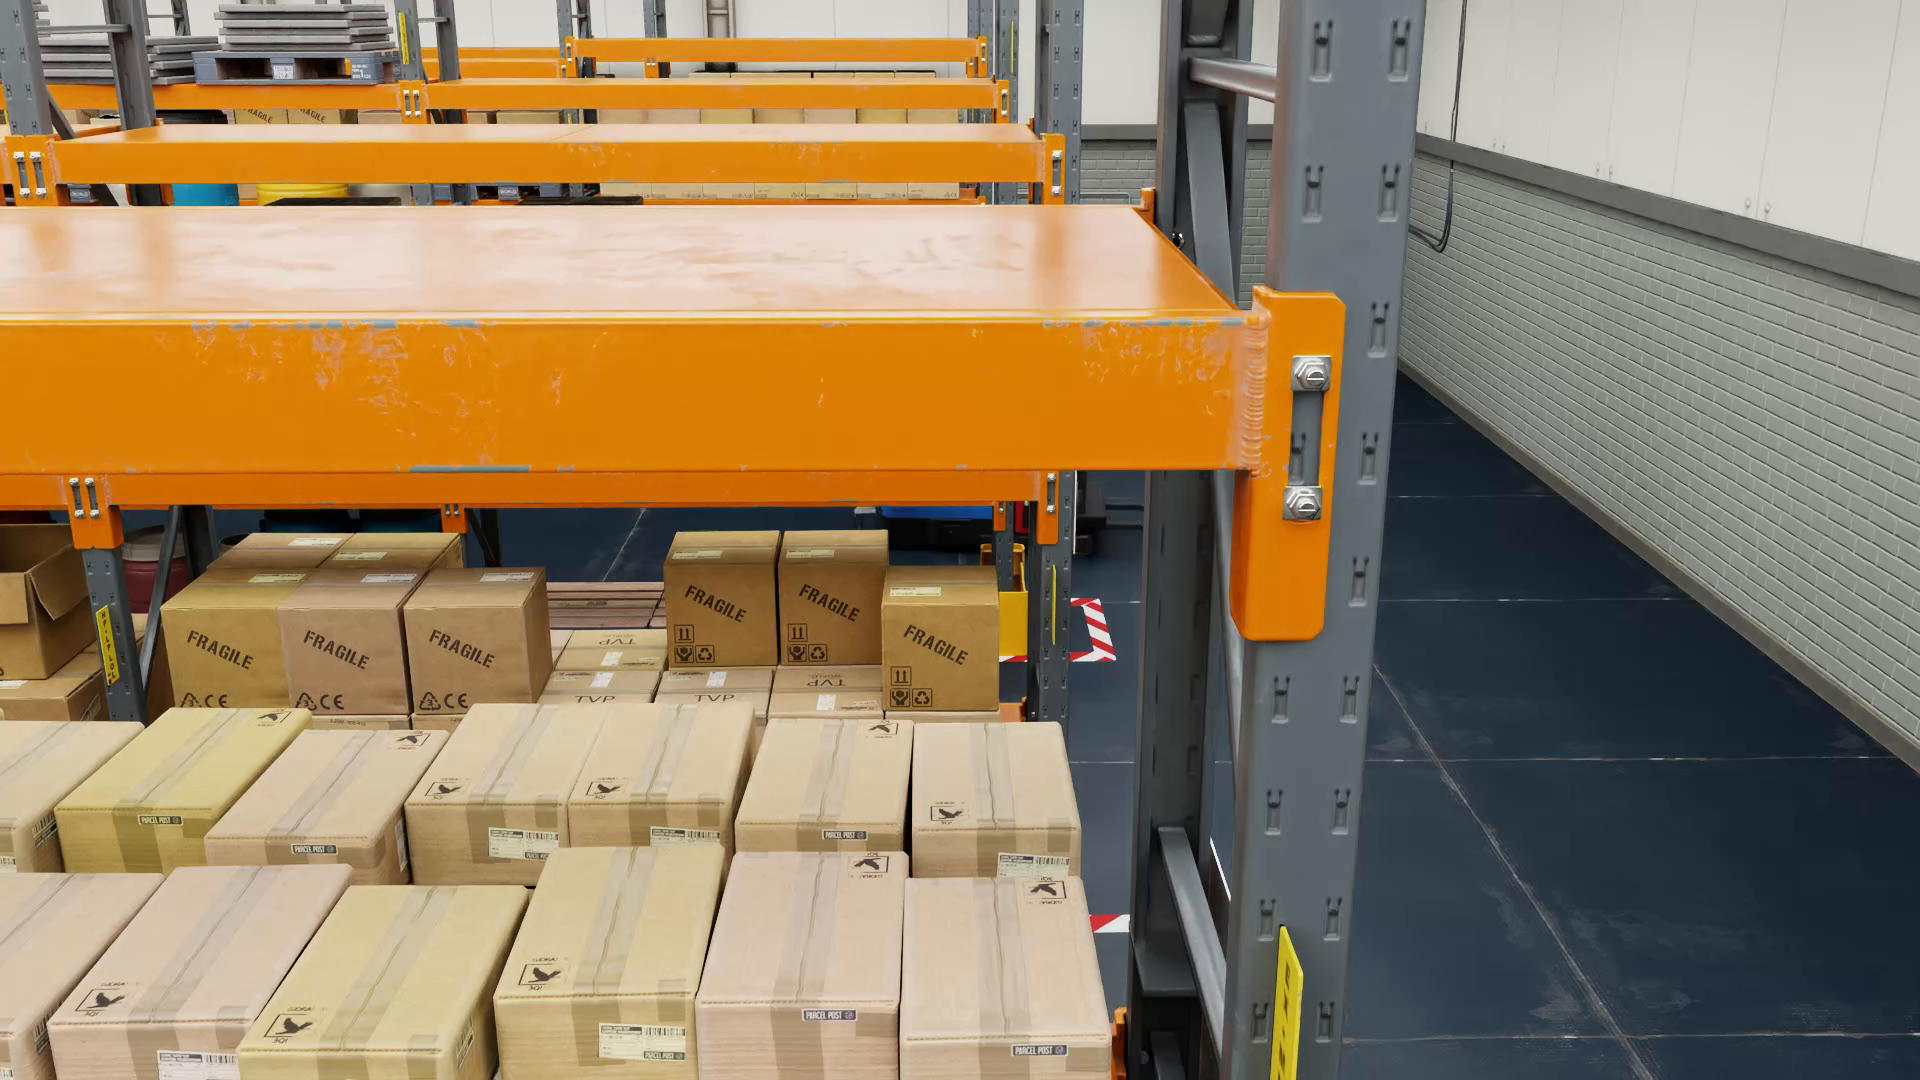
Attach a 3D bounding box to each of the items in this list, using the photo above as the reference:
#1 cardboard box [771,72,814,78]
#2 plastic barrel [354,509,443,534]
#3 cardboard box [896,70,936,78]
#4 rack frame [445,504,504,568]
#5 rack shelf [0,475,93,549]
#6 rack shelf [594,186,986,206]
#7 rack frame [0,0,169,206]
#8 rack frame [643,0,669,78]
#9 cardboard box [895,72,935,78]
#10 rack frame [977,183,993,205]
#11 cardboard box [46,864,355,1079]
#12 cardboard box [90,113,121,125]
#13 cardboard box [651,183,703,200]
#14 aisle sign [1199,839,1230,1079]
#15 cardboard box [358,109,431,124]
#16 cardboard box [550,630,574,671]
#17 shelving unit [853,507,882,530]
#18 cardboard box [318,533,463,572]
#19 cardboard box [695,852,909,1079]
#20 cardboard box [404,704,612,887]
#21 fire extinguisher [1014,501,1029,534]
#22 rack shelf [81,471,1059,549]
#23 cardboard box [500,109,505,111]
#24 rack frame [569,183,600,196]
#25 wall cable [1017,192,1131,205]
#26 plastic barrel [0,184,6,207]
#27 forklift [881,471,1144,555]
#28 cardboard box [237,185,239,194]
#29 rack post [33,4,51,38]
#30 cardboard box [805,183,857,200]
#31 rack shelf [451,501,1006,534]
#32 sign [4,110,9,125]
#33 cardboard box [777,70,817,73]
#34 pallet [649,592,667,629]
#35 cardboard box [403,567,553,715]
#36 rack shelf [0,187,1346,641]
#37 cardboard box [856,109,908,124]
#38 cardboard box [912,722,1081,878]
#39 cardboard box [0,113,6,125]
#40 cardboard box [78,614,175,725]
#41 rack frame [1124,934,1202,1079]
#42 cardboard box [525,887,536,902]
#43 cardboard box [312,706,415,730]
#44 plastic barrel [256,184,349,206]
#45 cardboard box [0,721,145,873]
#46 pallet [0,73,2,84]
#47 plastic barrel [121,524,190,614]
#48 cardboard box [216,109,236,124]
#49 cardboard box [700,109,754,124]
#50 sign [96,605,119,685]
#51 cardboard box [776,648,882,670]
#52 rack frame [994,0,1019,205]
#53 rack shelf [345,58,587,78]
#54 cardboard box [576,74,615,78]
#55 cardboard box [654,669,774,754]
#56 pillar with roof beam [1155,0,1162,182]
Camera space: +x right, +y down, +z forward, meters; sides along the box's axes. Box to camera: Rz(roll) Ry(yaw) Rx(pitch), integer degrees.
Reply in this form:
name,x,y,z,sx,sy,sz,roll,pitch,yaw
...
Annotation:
name,x,y,z,sx,sy,sz,roll,pitch,yaw
cardboard box,-2.109,-5.636,20.961,0.500,0.500,0.500,0,18,-1
plastic barrel,-4.222,0.075,12.652,0.708,0.901,0.600,0,18,-1
cardboard box,-0.568,-5.799,21.470,0.500,0.500,0.500,-1,18,-3
rack frame,-3.677,-0.722,12.387,0.127,3.000,1.000,0,18,-1
rack shelf,-5.599,-0.285,7.293,4.000,0.370,1.077,0,18,-1
rack shelf,-1.752,-3.330,16.785,4.000,0.370,1.077,0,18,-1
rack frame,-3.599,-2.066,6.755,0.127,3.000,1.000,0,18,-1
rack frame,-3.834,-6.604,20.903,0.127,3.000,1.000,0,18,-1
cardboard box,-0.562,-5.642,20.980,0.500,0.500,0.500,0,18,-1
rack frame,0.248,-2.254,17.164,0.127,3.000,1.000,0,18,-1
cardboard box,-0.972,0.583,2.182,0.250,0.149,0.380,-1,18,-2
cardboard box,-10.669,-5.276,21.132,0.500,0.311,0.500,0,18,1
cardboard box,-2.762,-3.520,16.444,0.500,0.250,0.500,0,18,-1
aisle sign,0.446,0.957,2.898,0.004,0.787,0.394,0,18,-1
cardboard box,-5.590,-3.971,16.591,0.600,0.600,0.600,-1,18,-3
cardboard box,-2.134,0.632,7.924,0.500,0.250,0.500,0,18,0
shelving unit,-0.858,-0.481,15.045,0.210,0.900,0.258,-3,17,11
cardboard box,-2.643,0.278,7.800,0.500,0.500,0.500,0,18,0
cardboard box,-0.198,0.571,2.220,0.250,0.149,0.380,0,18,0
cardboard box,-0.721,0.410,2.723,0.250,0.149,0.380,0,18,0
fire extinguisher,0.480,-0.389,12.086,0.183,0.674,0.296,0,18,-1
rack shelf,-1.600,-0.305,7.354,4.000,0.370,1.077,0,18,-1
cardboard box,-5.773,-5.457,21.354,0.500,0.500,0.700,0,18,-1
rack frame,-3.752,-2.235,17.104,0.127,3.000,1.000,0,18,-1
wall cable,1.431,-4.546,22.645,1.851,1.984,0.084,0,18,-1
plastic barrel,-7.109,-2.537,11.745,0.708,0.830,0.600,0,18,-1
forklift,0.829,-1.434,14.719,3.031,2.935,1.130,1,18,3
cardboard box,-7.316,-3.704,16.609,0.500,0.500,0.910,0,18,-1
rack post,-6.953,-3.539,11.473,0.937,0.300,0.954,0,18,-1
cardboard box,-1.262,-3.523,16.453,0.500,0.250,0.500,0,18,-1
rack shelf,-1.678,-0.389,12.527,4.000,0.370,1.077,0,18,-1
sign,-11.817,-5.218,20.646,0.005,0.325,0.100,0,18,-1
cardboard box,-2.100,-5.796,21.460,0.500,0.500,0.500,-1,18,-3
pallet,-1.720,0.584,12.883,1.213,0.211,1.003,0,18,-1
cardboard box,-2.104,0.435,7.311,0.500,0.500,0.500,-1,18,-3
rack shelf,-1.622,-0.216,2.172,4.000,0.370,1.077,0,18,-1
cardboard box,-0.767,-4.222,16.587,0.500,0.500,0.700,0,18,-1
cardboard box,0.050,0.434,2.648,0.250,0.149,0.380,0,18,-1
cardboard box,-12.336,-5.117,20.980,0.500,0.500,0.500,0,18,1
cardboard box,-4.063,0.669,7.888,0.500,0.500,0.500,0,18,-1
rack frame,0.377,2.287,3.008,0.127,3.000,1.000,0,18,-1
cardboard box,-0.587,0.617,2.729,0.500,0.250,0.500,0,18,-2
cardboard box,-2.628,0.797,7.410,0.500,0.250,0.500,0,18,-1
plastic barrel,-4.587,-2.373,11.629,0.600,0.588,0.600,0,18,0
cardboard box,-1.503,0.433,2.652,0.250,0.149,0.380,0,18,1
pallet,-6.955,-3.273,11.482,1.003,0.211,1.213,0,18,-1
plastic barrel,-6.059,0.233,12.672,0.708,0.588,0.600,0,18,-1
cardboard box,-7.315,-4.168,16.418,0.500,0.500,0.500,0,18,-1
cardboard box,-2.264,-4.164,16.407,0.500,0.500,0.700,0,18,-1
sign,-3.581,0.443,6.991,0.005,0.325,0.100,0,18,-1
cardboard box,-0.604,0.626,7.945,0.500,0.250,0.500,0,18,-2
rack frame,0.322,-3.598,11.531,0.127,3.000,1.000,0,18,-1
rack shelf,-5.752,-4.549,16.328,4.000,0.370,1.077,0,18,-1
cardboard box,-4.716,-5.826,21.276,0.500,0.250,0.500,1,18,3
cardboard box,-1.096,0.789,7.435,0.500,0.250,0.500,-1,18,-3
pillar with roof beam,2.920,-5.586,17.729,0.400,9.000,9.100,0,18,-1
